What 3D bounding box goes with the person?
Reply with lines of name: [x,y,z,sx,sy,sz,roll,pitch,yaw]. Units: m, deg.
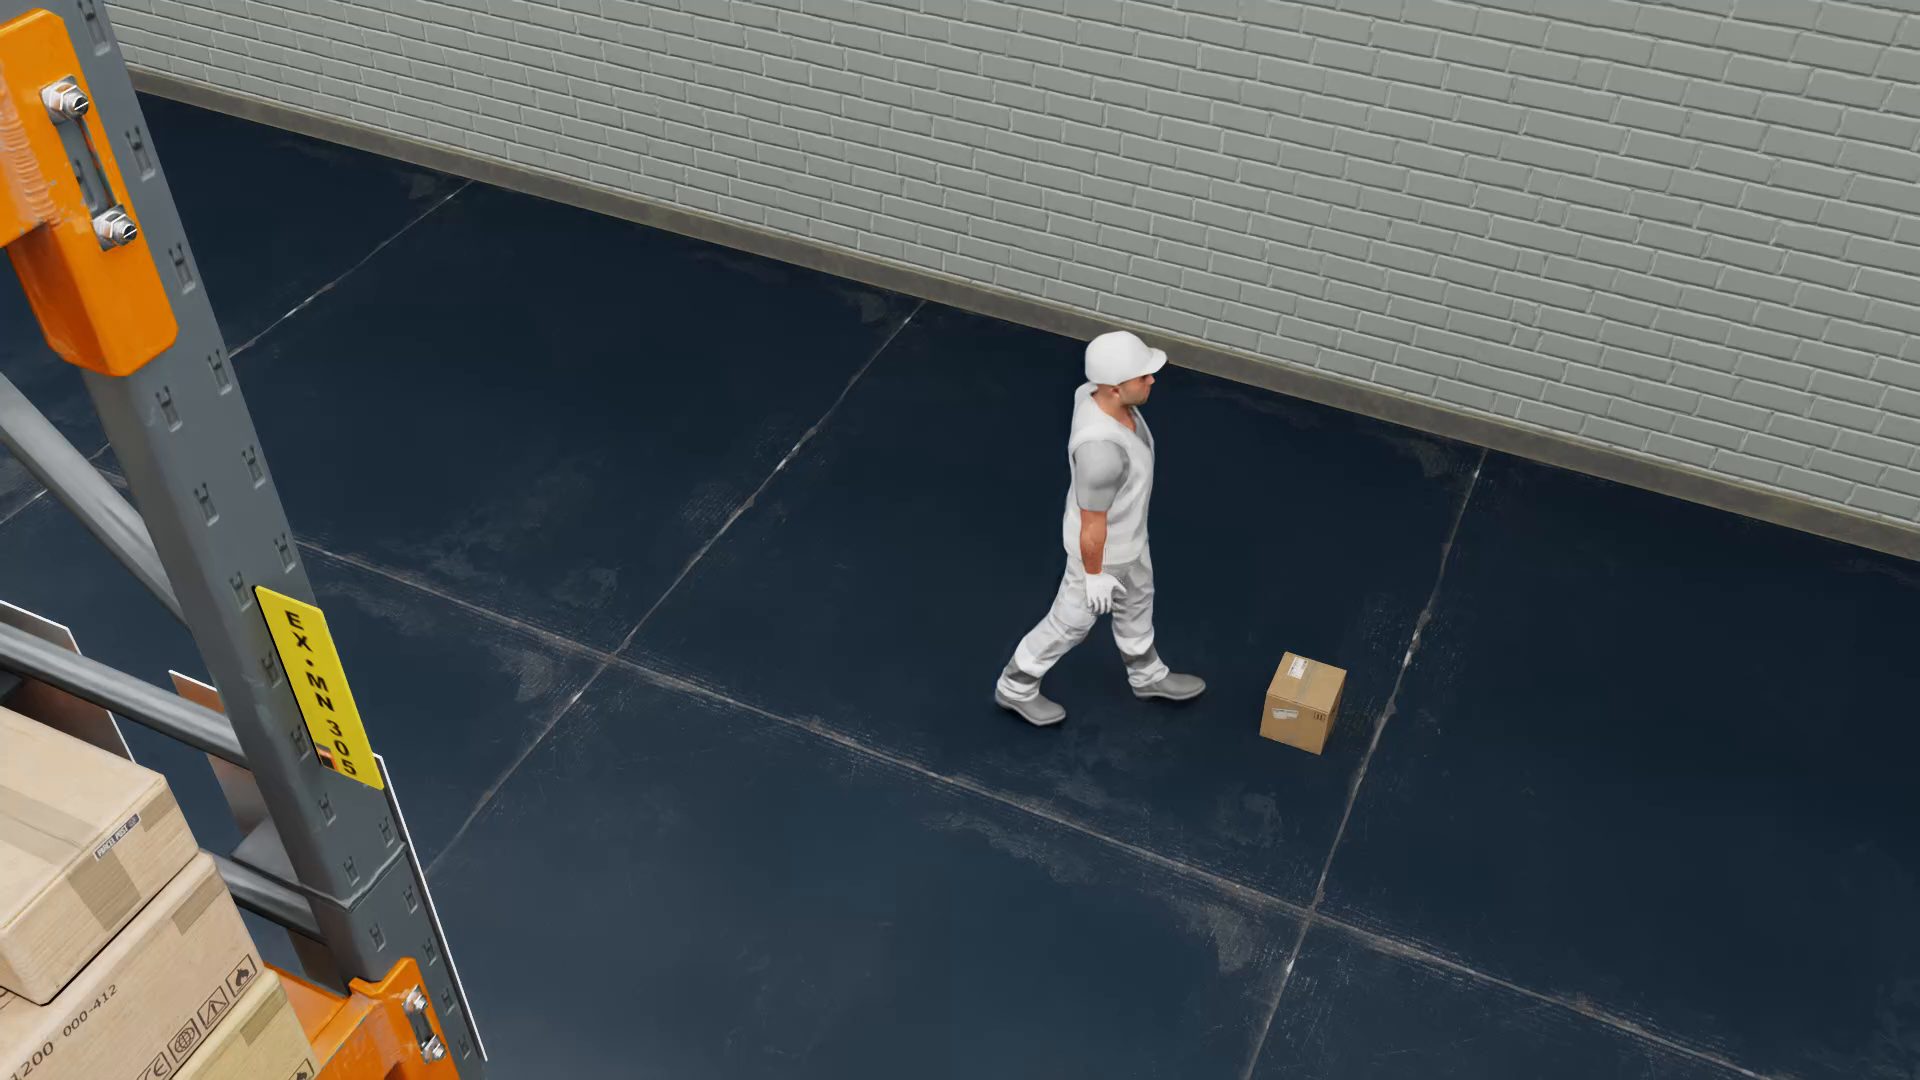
person: [0.567,-0.010,6.157,0.837,1.784,0.571,6,42,6]
